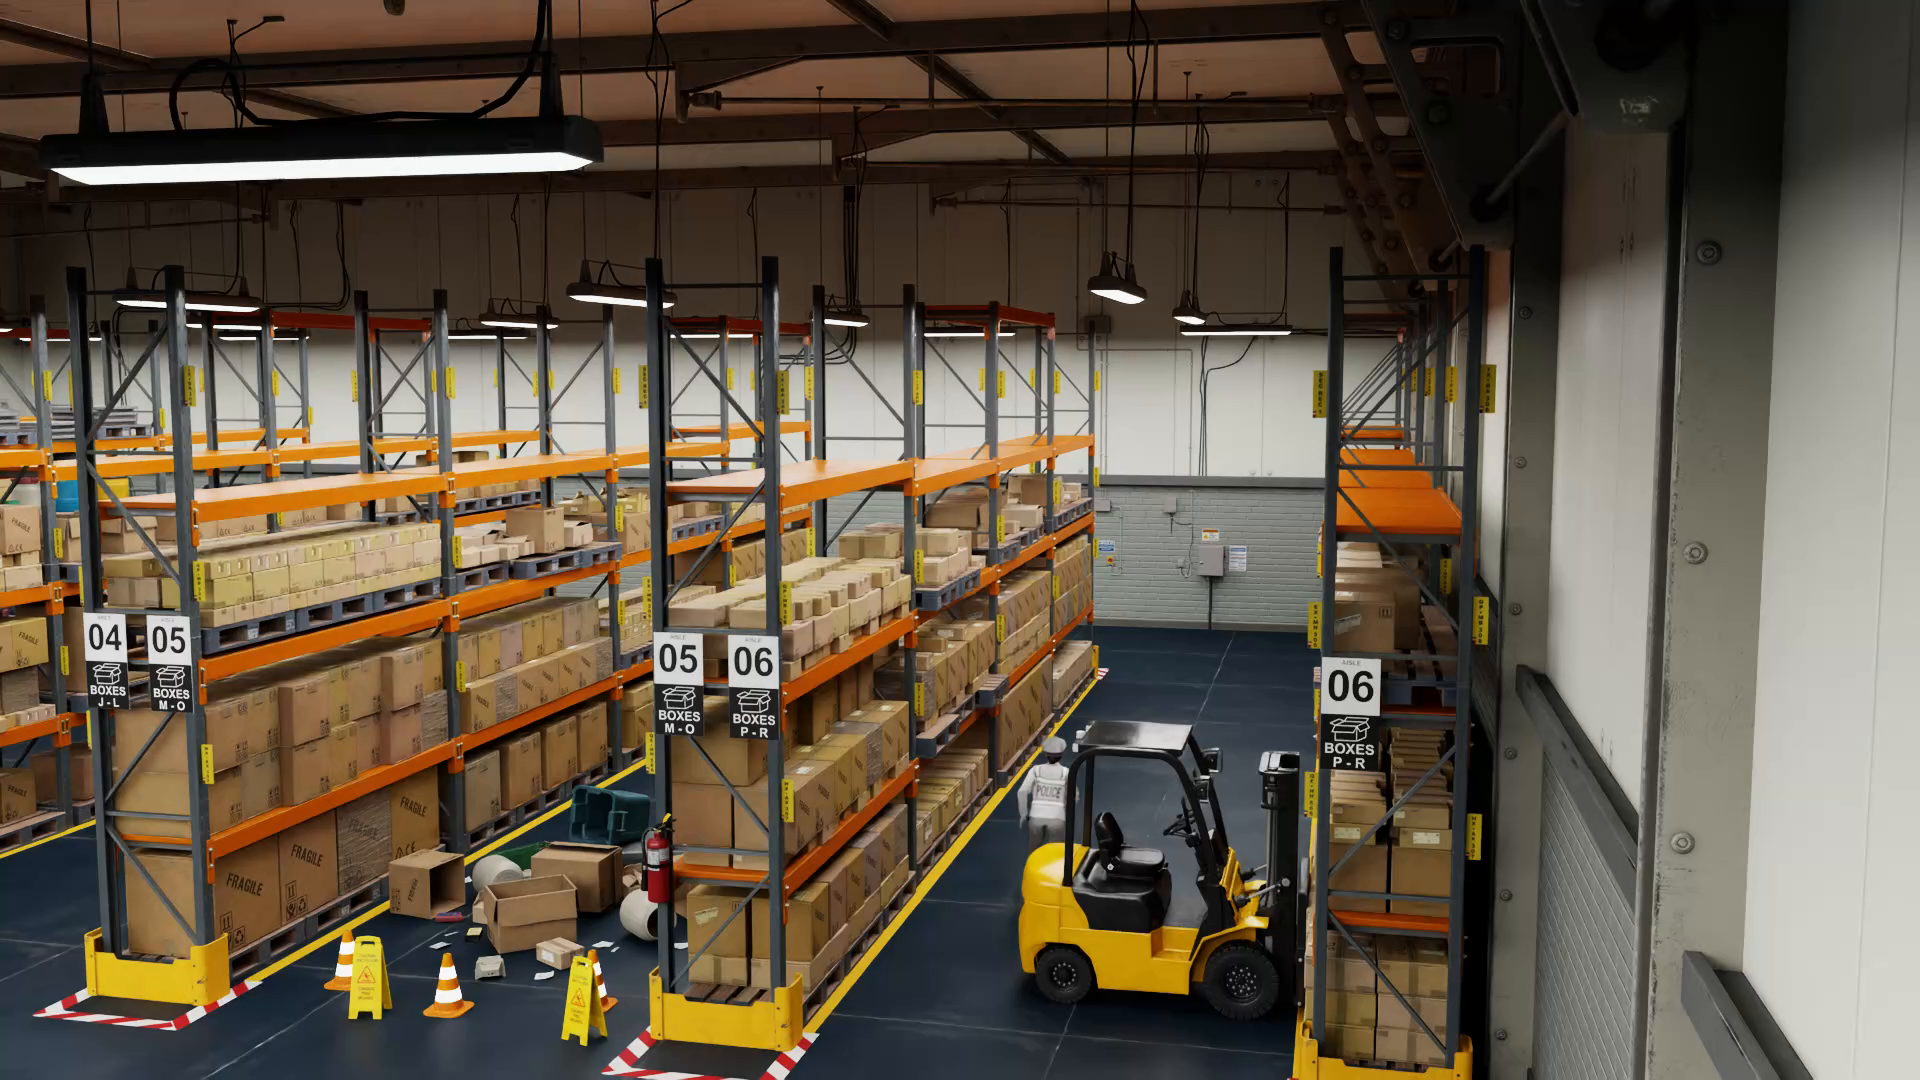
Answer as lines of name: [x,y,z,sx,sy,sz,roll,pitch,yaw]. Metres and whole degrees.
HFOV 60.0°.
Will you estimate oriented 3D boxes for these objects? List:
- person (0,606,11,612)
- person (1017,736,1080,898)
person: [-19.119,0.968,33.065,0.583,1.713,0.511,4,7,32]
person: [0.870,2.739,16.286,0.581,1.589,0.719,2,6,15]
